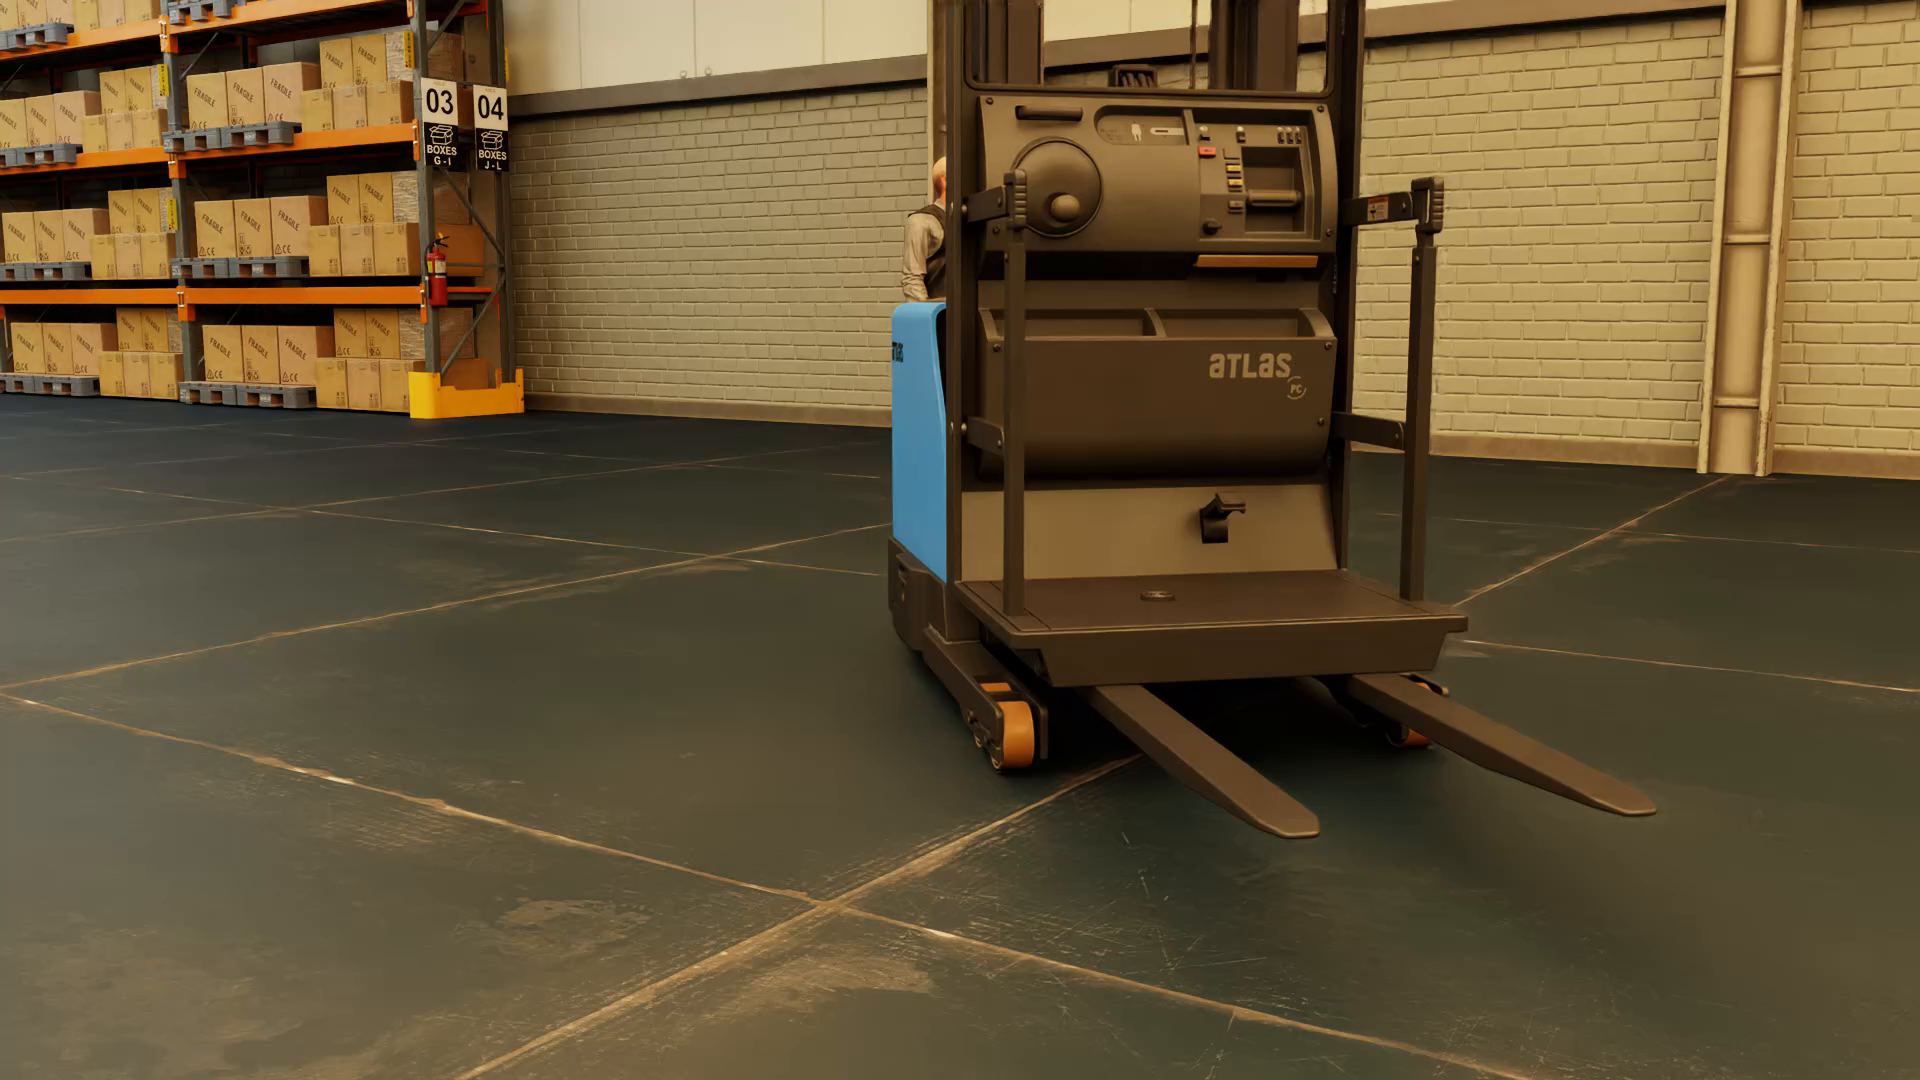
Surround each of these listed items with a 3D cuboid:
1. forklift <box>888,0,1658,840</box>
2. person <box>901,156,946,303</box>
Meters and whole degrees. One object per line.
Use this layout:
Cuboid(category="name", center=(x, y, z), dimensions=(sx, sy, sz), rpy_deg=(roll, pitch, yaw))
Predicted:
Cuboid(category="forklift", center=(0.555, -0.973, 4.033), dimensions=(1.130, 2.935, 3.031), rpy_deg=(-2, 8, -11))
Cuboid(category="person", center=(0.047, -0.854, 7.440), dimensions=(0.568, 1.720, 0.632), rpy_deg=(5, 10, 34))
